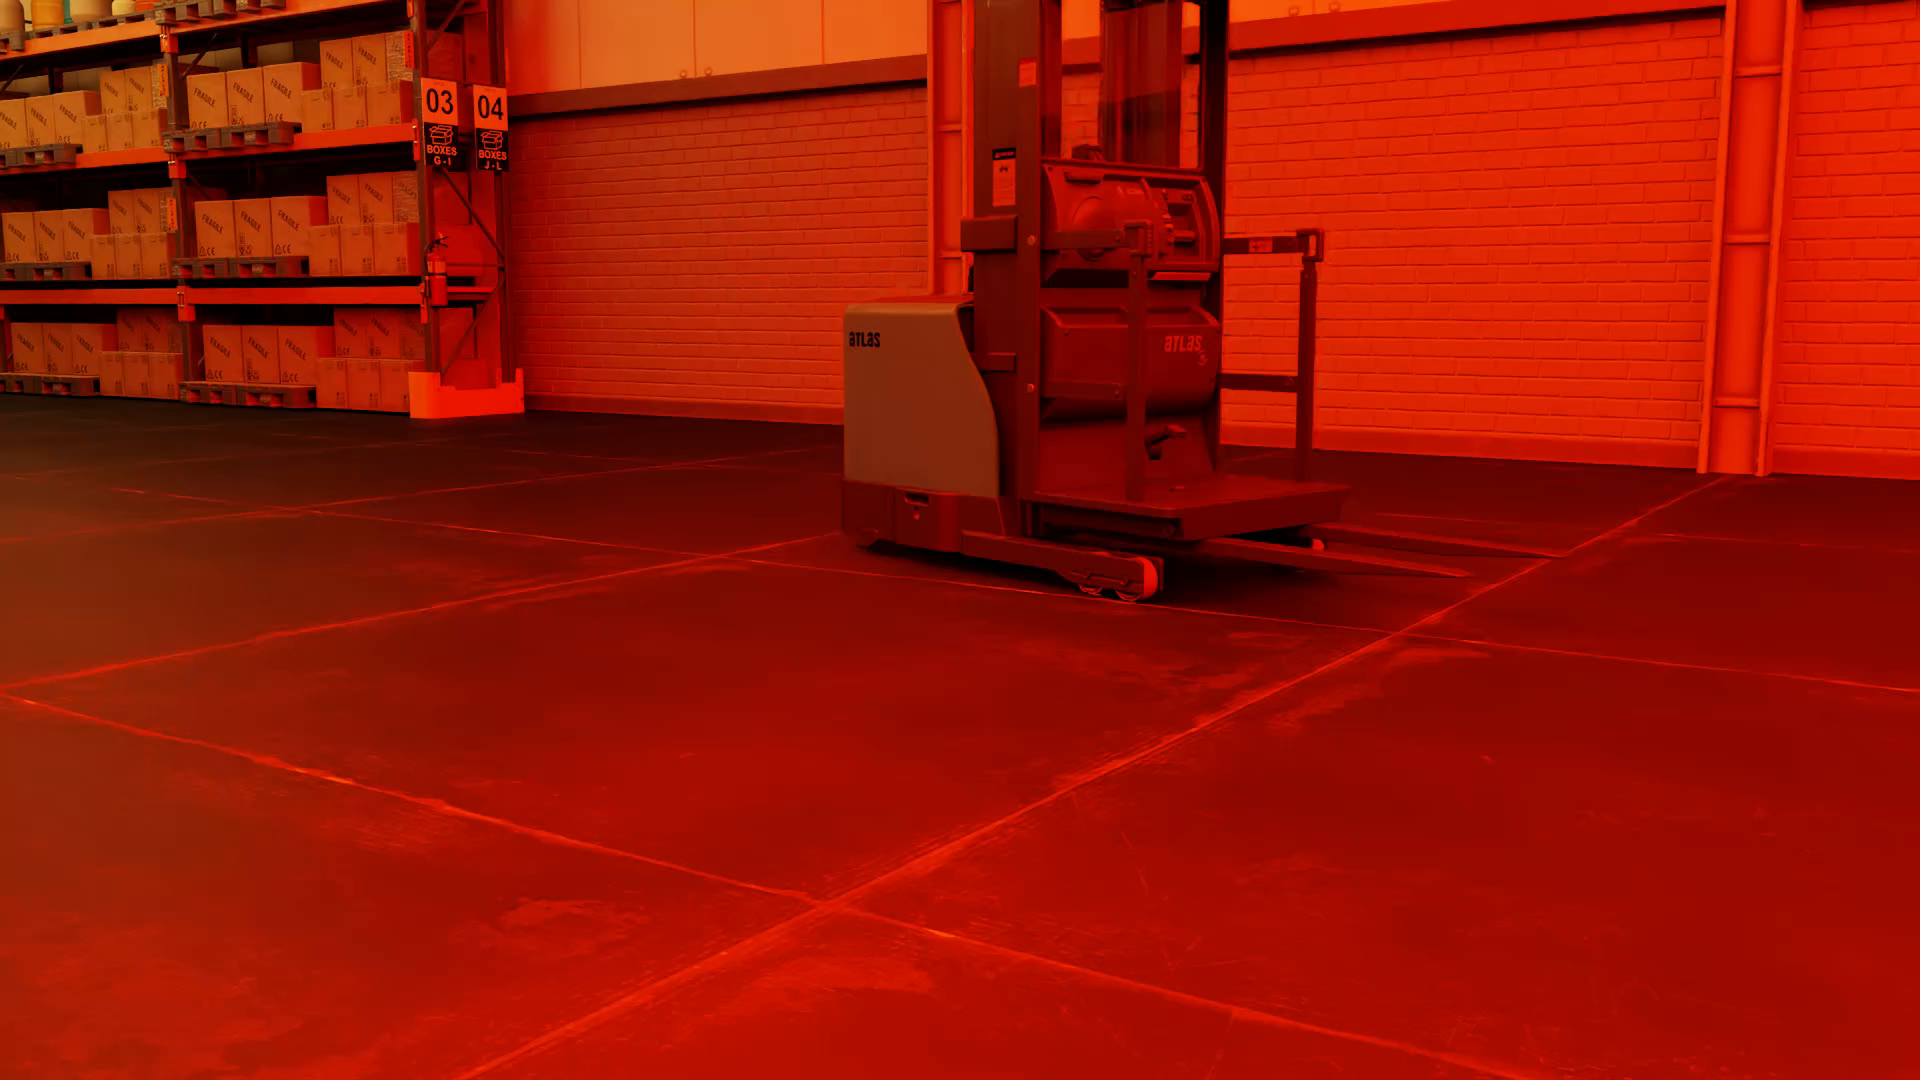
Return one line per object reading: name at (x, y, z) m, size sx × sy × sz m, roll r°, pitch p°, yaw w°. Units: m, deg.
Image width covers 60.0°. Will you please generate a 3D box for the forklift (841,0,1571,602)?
forklift at (0.827, -1.306, 6.380) m, size 1.130 × 2.935 × 3.031 m, roll -7°, pitch 11°, yaw -41°
